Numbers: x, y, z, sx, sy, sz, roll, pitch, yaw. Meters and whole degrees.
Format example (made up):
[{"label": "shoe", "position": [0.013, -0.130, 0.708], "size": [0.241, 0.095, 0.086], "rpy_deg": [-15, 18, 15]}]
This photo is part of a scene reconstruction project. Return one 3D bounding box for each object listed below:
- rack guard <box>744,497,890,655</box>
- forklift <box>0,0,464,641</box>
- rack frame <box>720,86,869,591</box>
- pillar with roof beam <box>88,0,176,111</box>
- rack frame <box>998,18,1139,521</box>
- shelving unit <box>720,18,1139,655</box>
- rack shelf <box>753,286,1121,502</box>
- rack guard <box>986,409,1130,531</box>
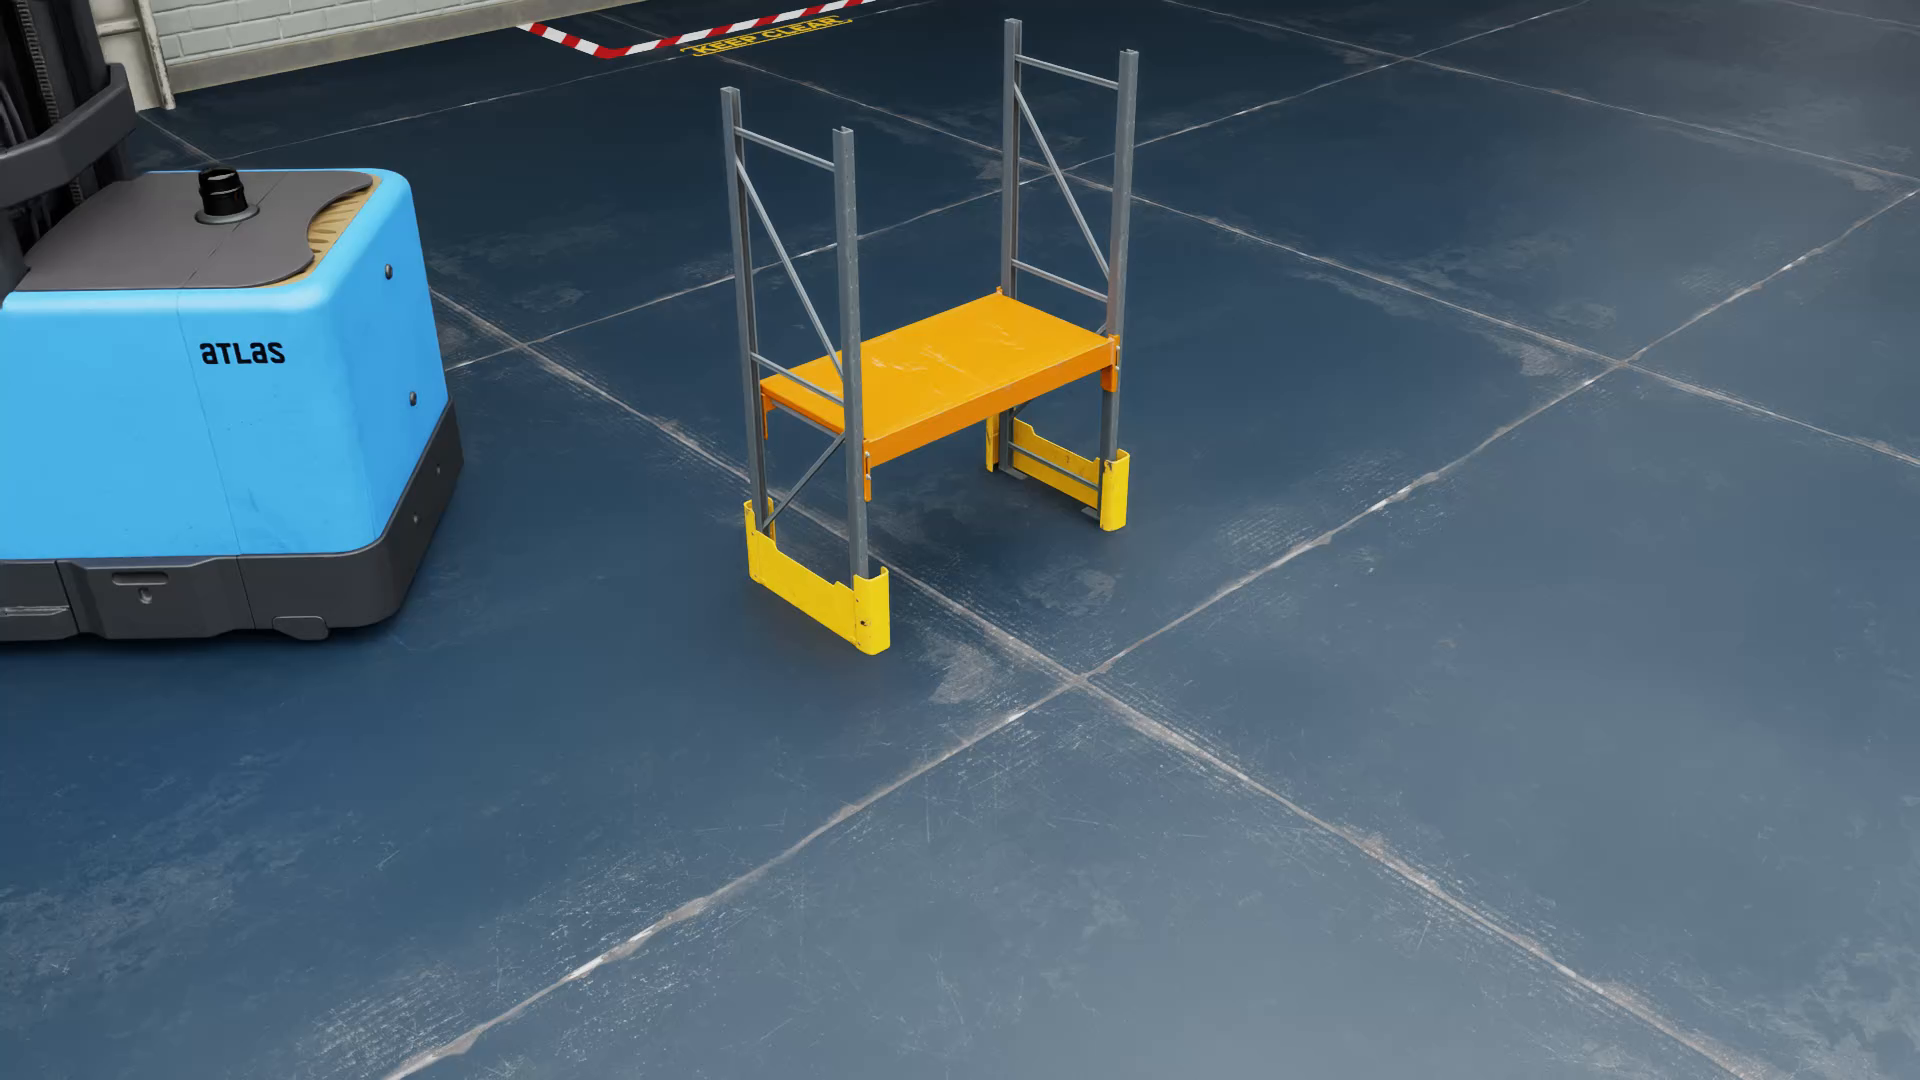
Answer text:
[{"label": "rack guard", "position": [-0.421, 0.097, 4.852], "size": [0.087, 0.250, 0.587], "rpy_deg": [-26, 40, -35]}, {"label": "forklift", "position": [-3.145, -1.188, 4.383], "size": [3.031, 2.935, 1.130], "rpy_deg": [-1, 31, -2]}, {"label": "rack frame", "position": [-0.435, -0.429, 4.514], "size": [0.032, 1.500, 0.500], "rpy_deg": [-26, 40, -35]}, {"label": "pillar with roof beam", "position": [-1.624, -4.555, 4.073], "size": [0.400, 9.000, 9.100], "rpy_deg": [-26, 40, -35]}, {"label": "rack frame", "position": [0.310, -0.790, 5.104], "size": [0.032, 1.500, 0.500], "rpy_deg": [-26, 40, -35]}, {"label": "shelving unit", "position": [-0.056, -0.613, 4.815], "size": [1.083, 1.500, 0.587], "rpy_deg": [-26, 40, -35]}, {"label": "rack shelf", "position": [-0.063, -0.456, 4.903], "size": [1.000, 0.185, 0.538], "rpy_deg": [-26, 40, -35]}, {"label": "rack guard", "position": [0.309, -0.256, 5.429], "size": [0.087, 0.250, 0.587], "rpy_deg": [-26, 40, -35]}]
